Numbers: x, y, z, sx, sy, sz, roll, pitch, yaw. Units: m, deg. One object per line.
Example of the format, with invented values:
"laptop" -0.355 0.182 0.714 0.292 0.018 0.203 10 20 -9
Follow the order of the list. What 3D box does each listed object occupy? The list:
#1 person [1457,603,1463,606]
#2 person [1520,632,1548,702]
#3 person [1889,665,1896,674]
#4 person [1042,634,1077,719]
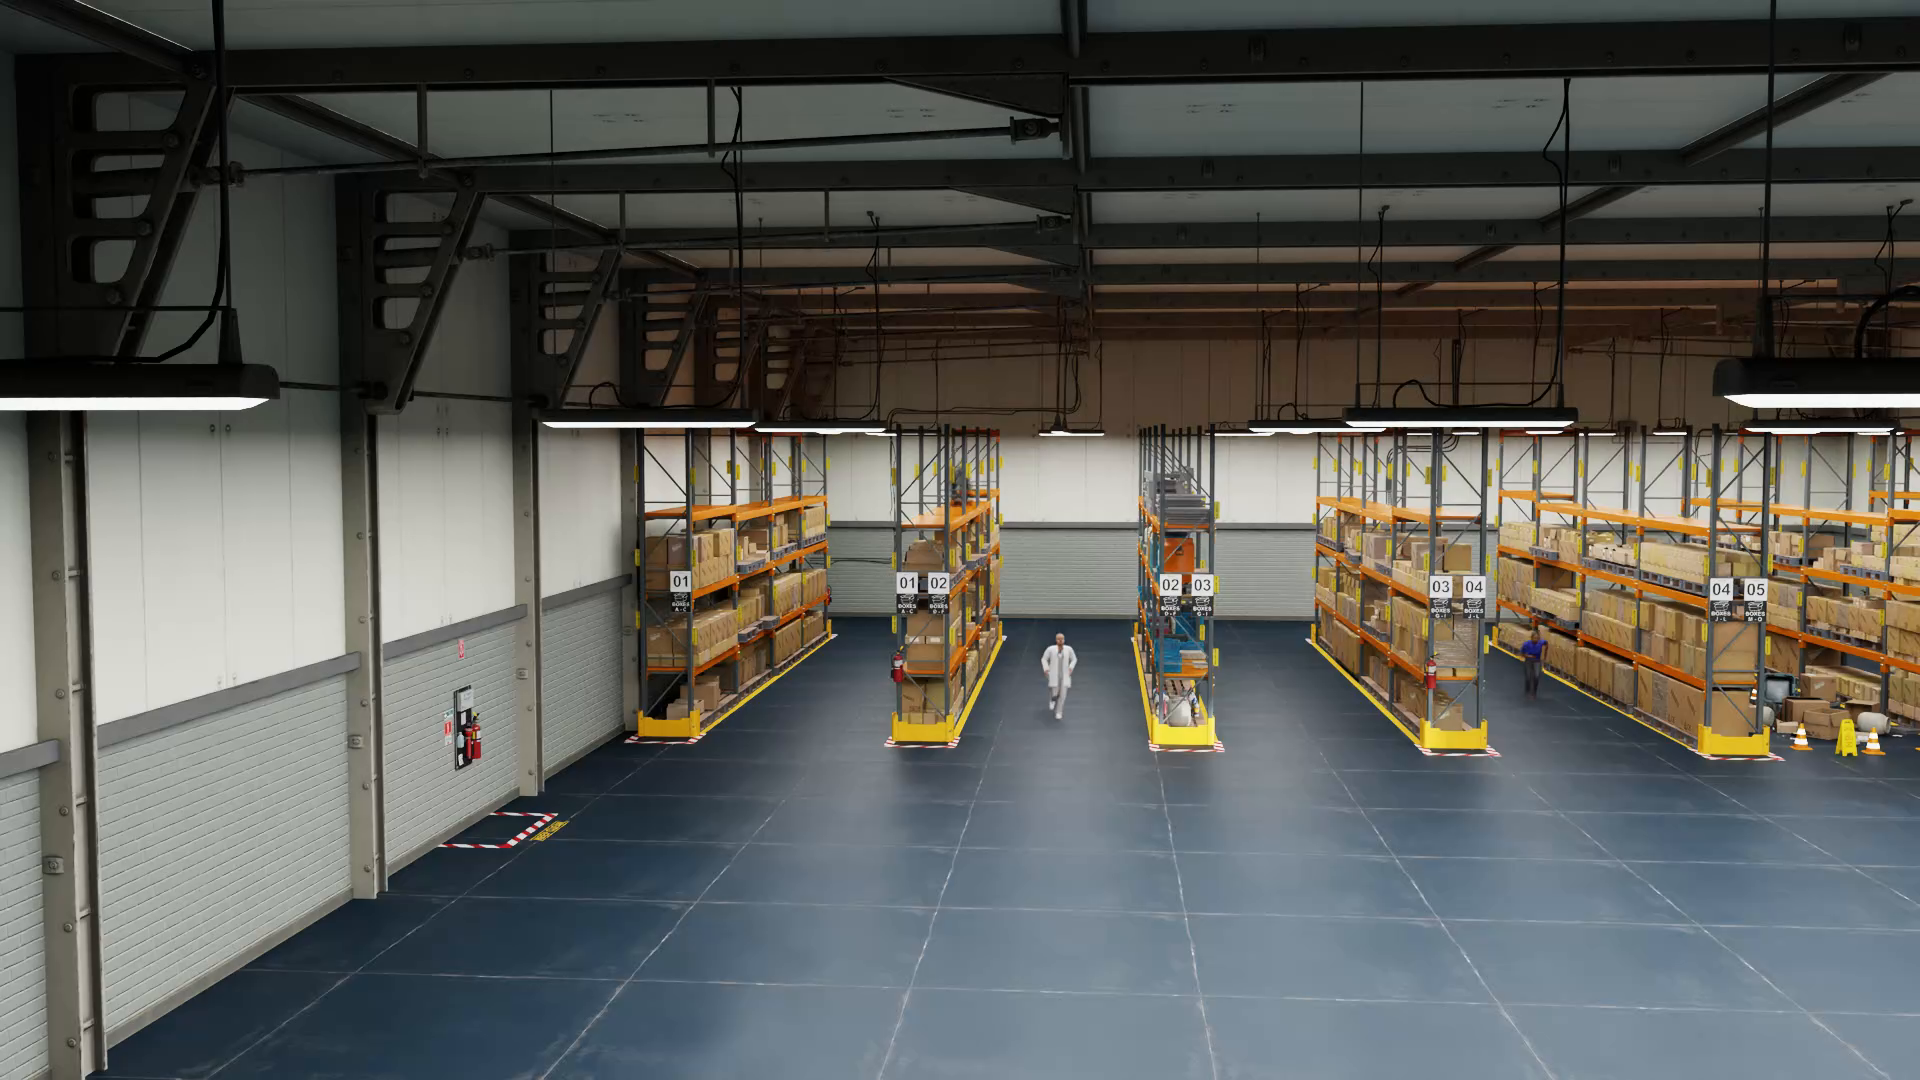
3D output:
"person" 13.625 2.201 45.162 0.642 1.540 0.908 1 4 13
"person" 12.553 2.762 36.406 0.614 1.590 0.960 1 4 9
"person" 21.366 2.523 37.829 0.671 1.783 0.884 0 3 7
"person" 2.051 2.787 34.195 0.724 1.735 0.689 0 3 -3
